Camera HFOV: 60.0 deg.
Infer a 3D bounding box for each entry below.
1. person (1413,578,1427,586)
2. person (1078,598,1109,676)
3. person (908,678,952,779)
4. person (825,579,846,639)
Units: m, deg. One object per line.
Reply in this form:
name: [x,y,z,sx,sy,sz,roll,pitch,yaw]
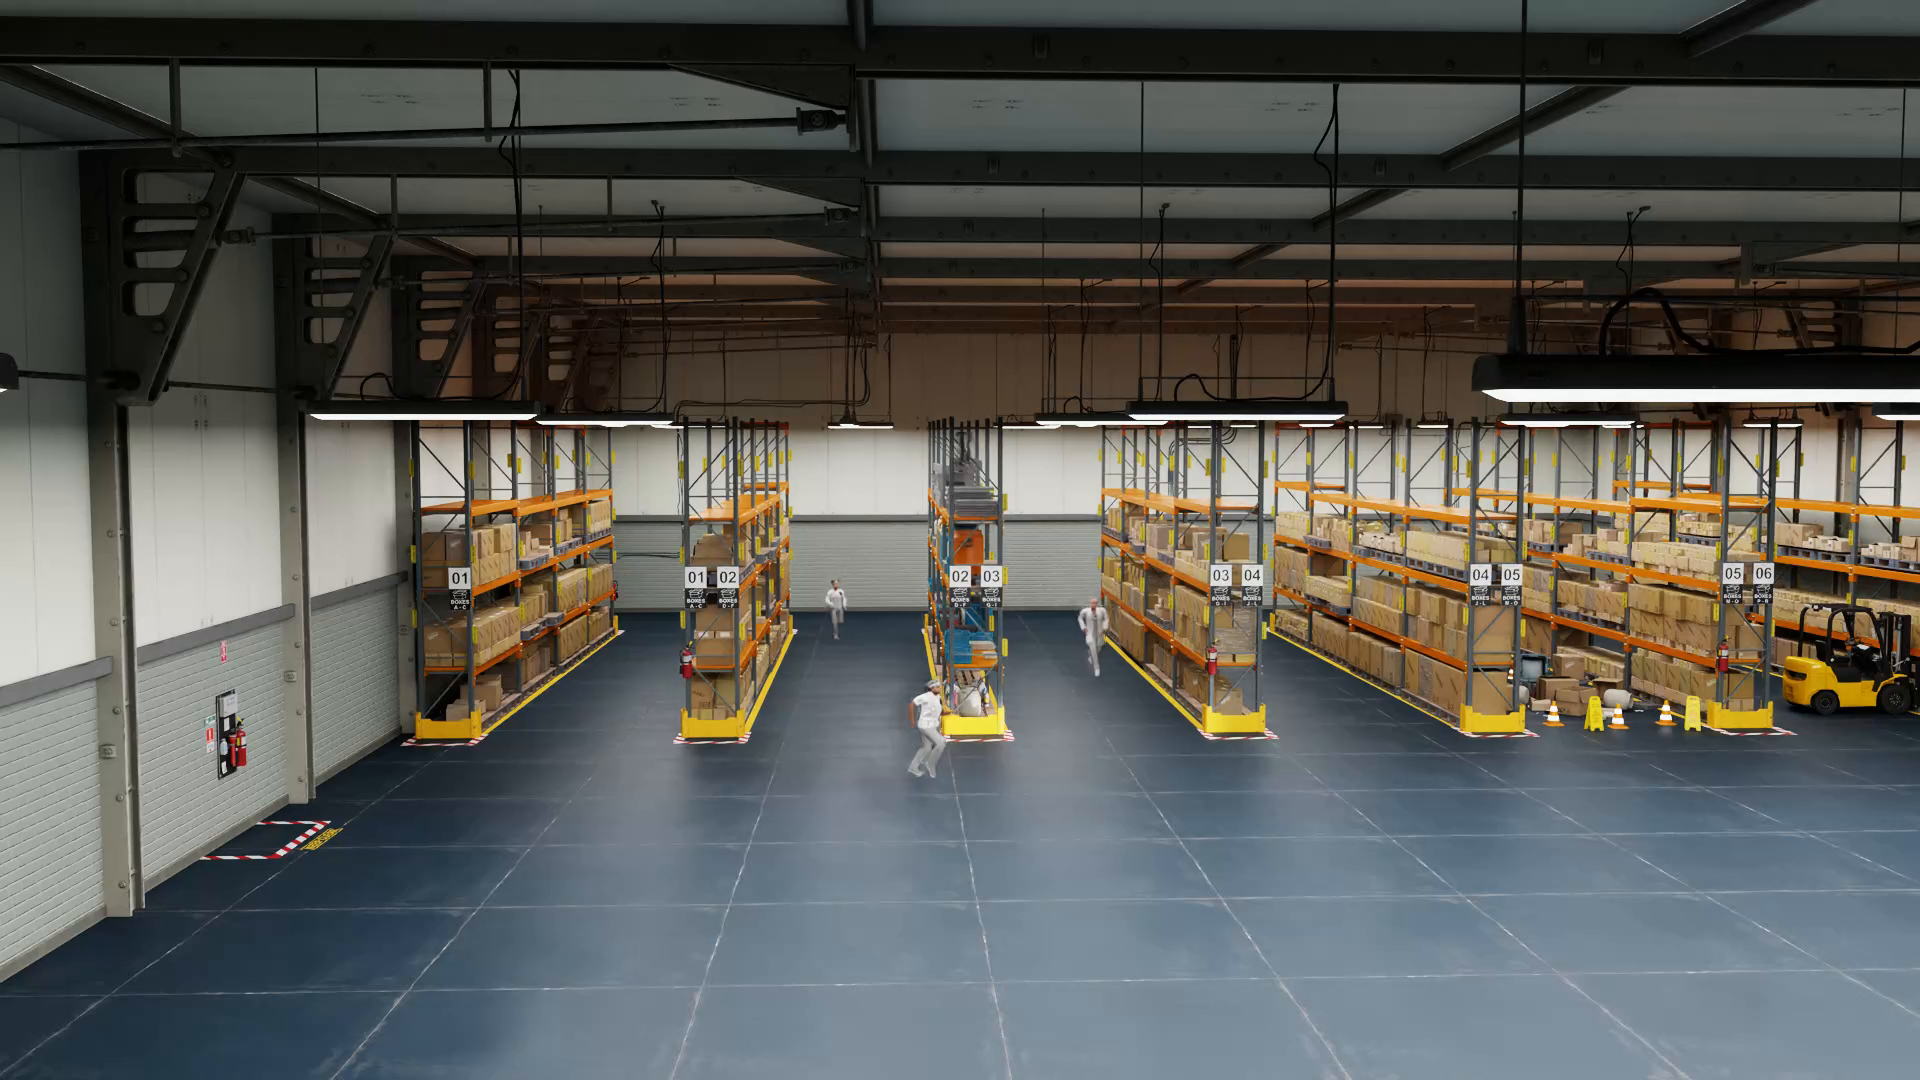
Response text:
person: [13.583,1.676,49.167,0.654,1.681,0.654,0,4,-6]
person: [3.096,2.216,38.654,0.712,1.778,1.072,0,4,-7]
person: [-0.504,3.094,27.366,0.781,1.665,0.604,2,4,28]
person: [-3.413,1.907,45.952,0.612,1.658,0.548,-1,4,-15]
